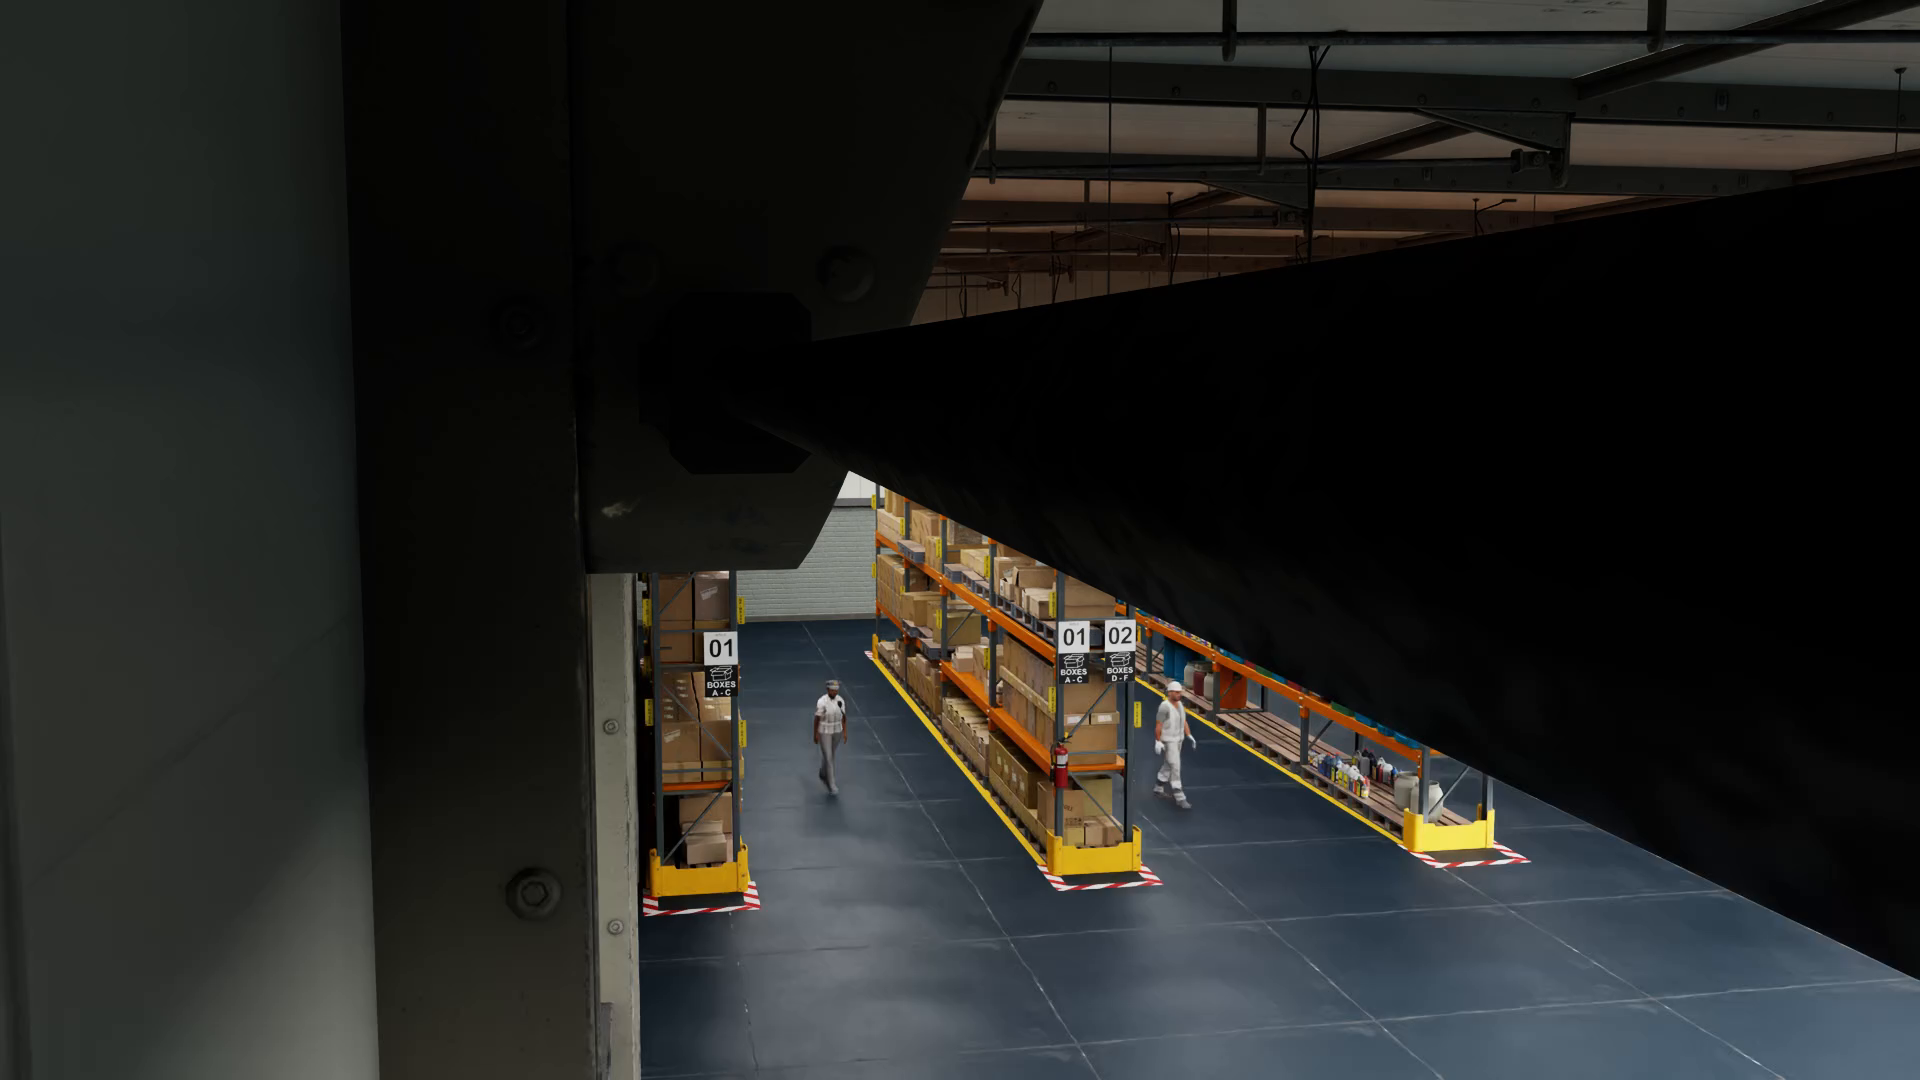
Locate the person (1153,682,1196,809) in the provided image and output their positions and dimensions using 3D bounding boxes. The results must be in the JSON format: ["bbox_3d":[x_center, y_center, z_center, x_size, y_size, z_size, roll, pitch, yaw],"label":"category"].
[{"bbox_3d":[3.154,2.949,24.237,0.806,1.771,0.562,5,7,38],"label":"person"}]

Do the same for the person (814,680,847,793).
[{"bbox_3d":[-1.947,2.926,25.137,0.483,1.616,0.910,-4,7,-36],"label":"person"}]
